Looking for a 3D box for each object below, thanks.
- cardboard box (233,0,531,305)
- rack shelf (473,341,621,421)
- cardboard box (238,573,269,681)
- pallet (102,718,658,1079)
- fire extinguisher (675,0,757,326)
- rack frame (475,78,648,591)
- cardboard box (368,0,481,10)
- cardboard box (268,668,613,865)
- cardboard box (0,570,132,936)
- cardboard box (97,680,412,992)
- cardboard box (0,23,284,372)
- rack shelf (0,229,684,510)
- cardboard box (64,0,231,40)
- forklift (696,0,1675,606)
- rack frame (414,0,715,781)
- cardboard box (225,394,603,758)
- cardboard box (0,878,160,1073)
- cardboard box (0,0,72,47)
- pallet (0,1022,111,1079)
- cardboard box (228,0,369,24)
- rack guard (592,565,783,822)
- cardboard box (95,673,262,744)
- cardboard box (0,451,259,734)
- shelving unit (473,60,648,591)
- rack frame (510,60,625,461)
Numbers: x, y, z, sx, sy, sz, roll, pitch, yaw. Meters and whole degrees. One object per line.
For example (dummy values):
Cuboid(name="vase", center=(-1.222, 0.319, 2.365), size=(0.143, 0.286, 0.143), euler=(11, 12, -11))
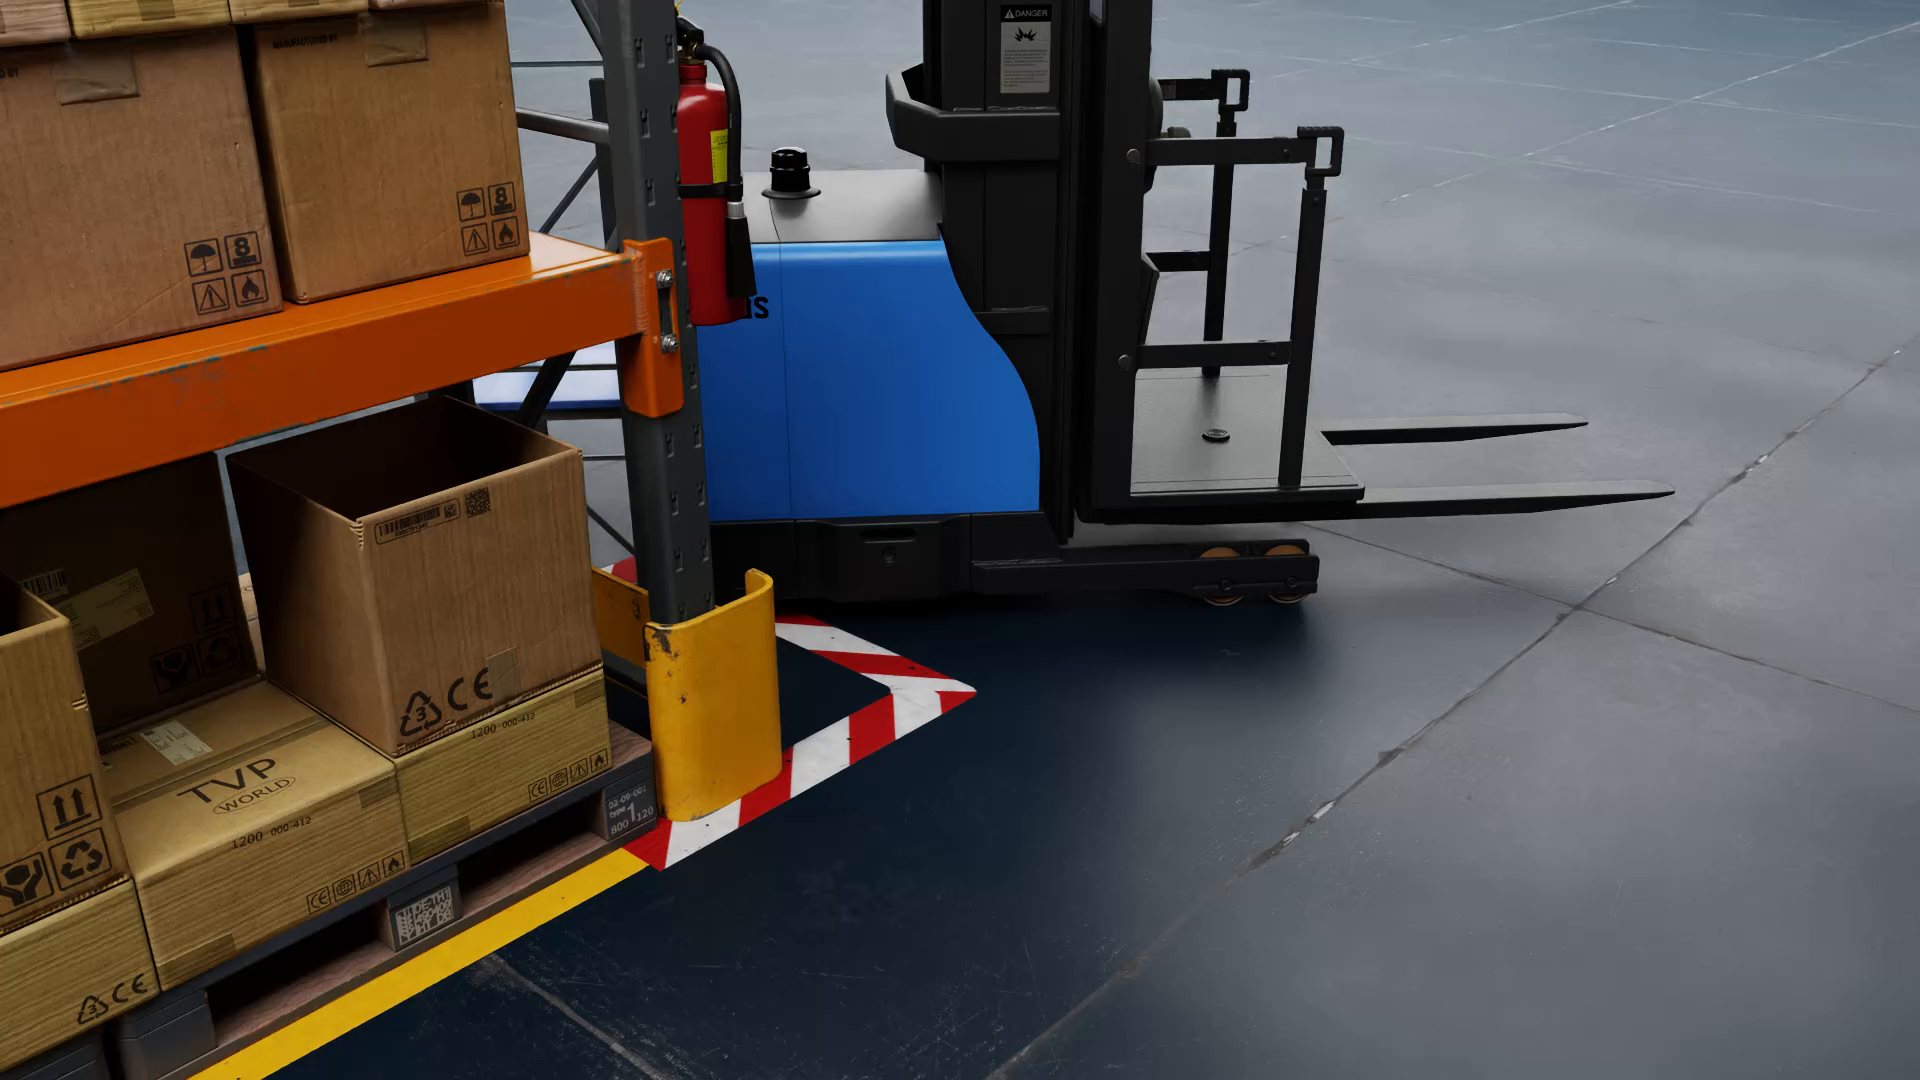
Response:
Cuboid(name="cardboard box", center=(-1.289, -0.823, 3.297), size=(0.700, 0.500, 0.500), euler=(20, 31, 38))
Cuboid(name="rack shelf", center=(-1.148, -0.496, 4.958), size=(0.538, 0.185, 1.000), euler=(-2, 24, -3))
Cuboid(name="cardboard box", center=(-1.491, 0.250, 3.874), size=(0.500, 0.250, 0.500), euler=(20, 31, 38))
Cuboid(name="pallet", center=(-1.447, 0.601, 3.652), size=(1.003, 0.211, 1.213), euler=(20, 31, 38))
Cuboid(name="fire extinguisher", center=(-0.543, -0.790, 3.440), size=(0.296, 0.674, 0.183), euler=(20, 31, 38))
Cuboid(name="rack frame", center=(-1.120, -0.453, 4.421), size=(0.500, 1.500, 0.032), euler=(-2, 24, -3))
Cuboid(name="cardboard box", center=(-1.081, -1.089, 3.098), size=(0.380, 0.149, 0.250), euler=(20, 31, 37))
Cuboid(name="cardboard box", center=(-1.106, 0.391, 3.559), size=(0.500, 0.250, 0.500), euler=(20, 31, 38))
Cuboid(name="cardboard box", center=(-1.760, 0.358, 2.716), size=(0.500, 0.500, 0.500), euler=(20, 31, 38))
Cuboid(name="cardboard box", center=(-1.430, 0.547, 3.212), size=(0.500, 0.250, 0.500), euler=(20, 31, 38))
Cuboid(name="cardboard box", center=(-1.636, -0.662, 2.937), size=(0.700, 0.500, 0.500), euler=(21, 32, 39))
Cuboid(name="rack shelf", center=(-2.302, 0.022, 2.415), size=(1.077, 0.370, 4.000), euler=(20, 31, 38))
Cuboid(name="cardboard box", center=(-1.425, -0.931, 2.745), size=(0.380, 0.149, 0.250), euler=(20, 31, 37))
Cuboid(name="forklift", center=(0.628, -1.360, 4.701), size=(3.031, 2.935, 1.130), euler=(-2, 24, -5))
Cuboid(name="rack frame", center=(-0.968, -0.916, 3.627), size=(1.000, 3.000, 0.127), euler=(20, 31, 38))
Cuboid(name="cardboard box", center=(-1.104, 0.050, 3.404), size=(0.500, 0.500, 0.500), euler=(20, 31, 38))
Cuboid(name="cardboard box", center=(-1.763, 0.700, 2.871), size=(0.500, 0.250, 0.500), euler=(20, 31, 38))
Cuboid(name="cardboard box", center=(-1.595, -0.855, 2.576), size=(0.380, 0.149, 0.250), euler=(21, 31, 38))
Cuboid(name="pallet", center=(-2.261, 0.971, 2.827), size=(1.003, 0.211, 1.213), euler=(20, 31, 38))
Cuboid(name="cardboard box", center=(-1.254, -1.009, 2.919), size=(0.380, 0.149, 0.250), euler=(21, 32, 39))
Cuboid(name="rack guard", center=(-0.952, 0.217, 4.154), size=(1.175, 0.500, 0.348), euler=(20, 31, 38))
Cuboid(name="cardboard box", center=(-1.822, 0.403, 3.532), size=(0.500, 0.250, 0.500), euler=(20, 31, 38))
Cuboid(name="cardboard box", center=(-1.823, 0.060, 3.380), size=(0.500, 0.500, 0.500), euler=(20, 31, 38))
Cuboid(name="shelving unit", center=(-1.149, -0.660, 4.884), size=(0.538, 1.500, 1.048), euler=(-2, 24, -3))
Cuboid(name="rack frame", center=(-1.179, -0.868, 5.347), size=(0.500, 1.500, 0.032), euler=(-2, 24, -3))
